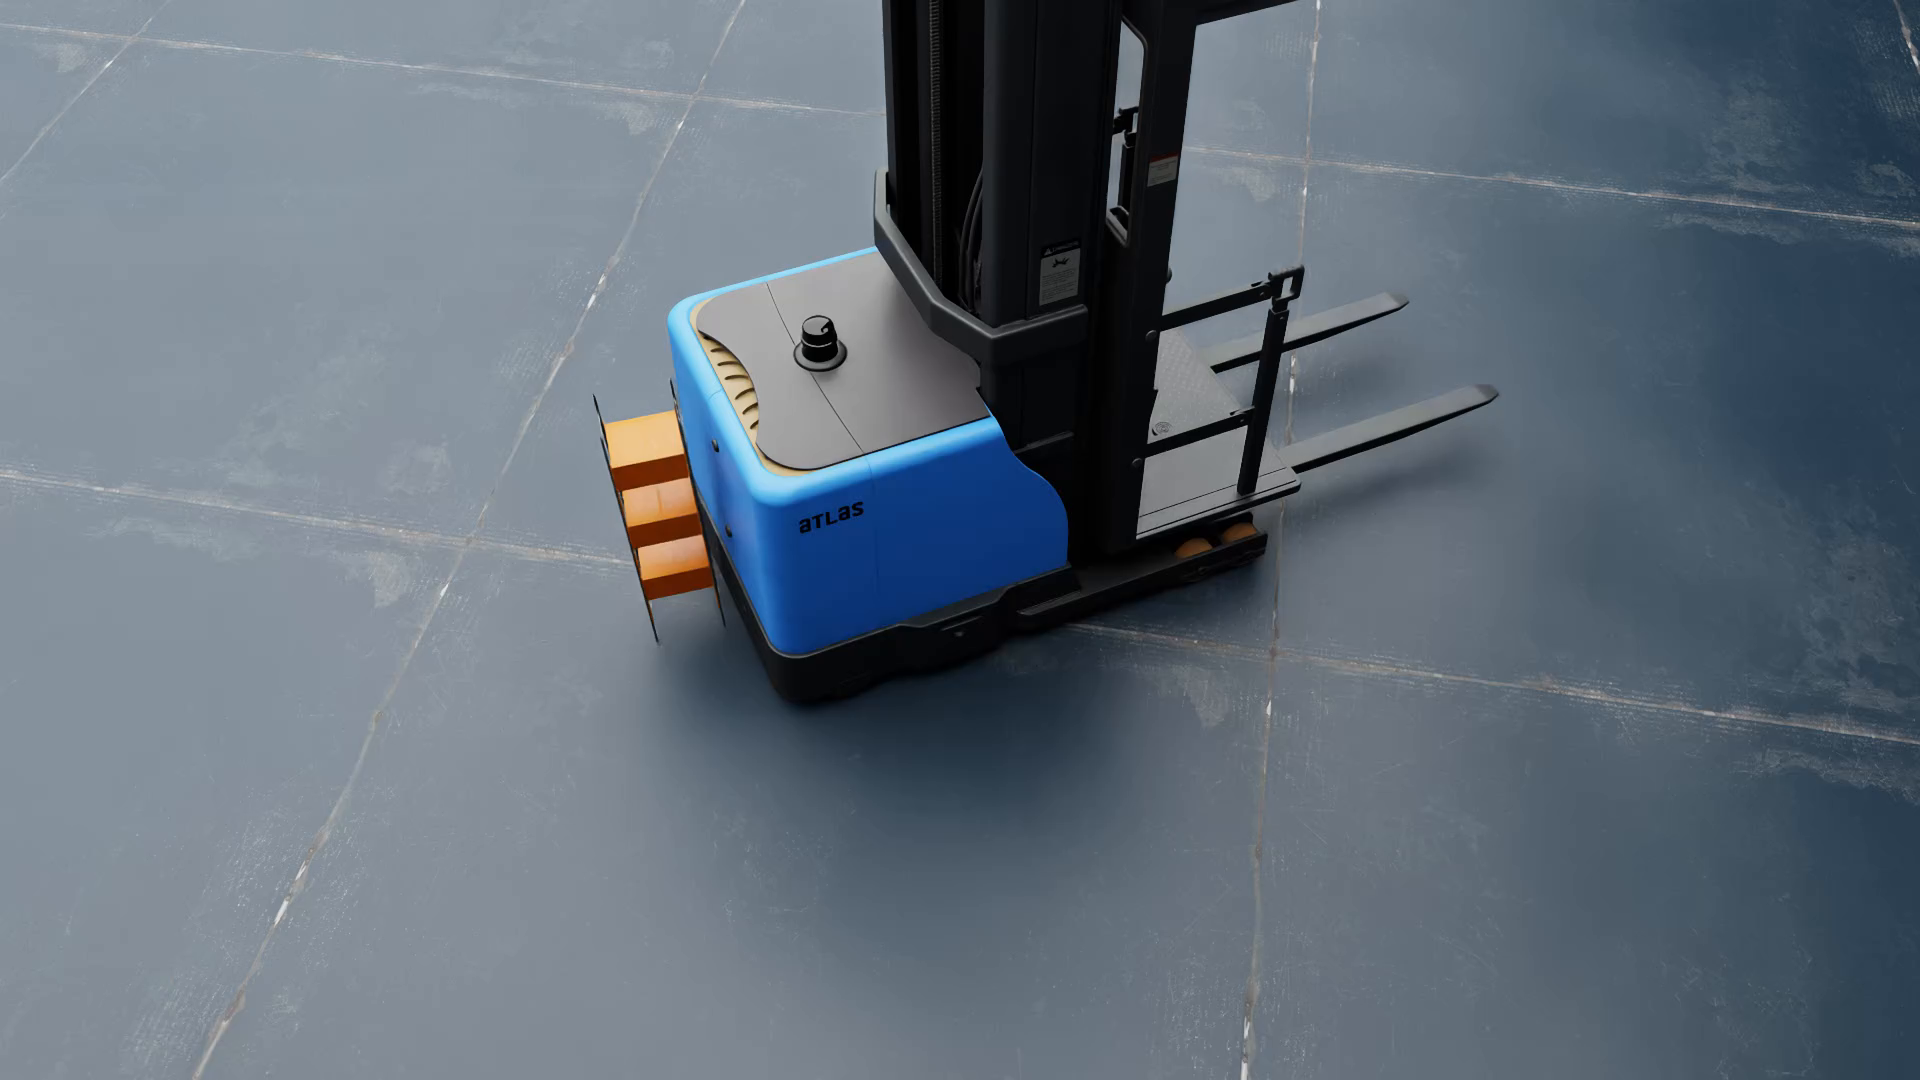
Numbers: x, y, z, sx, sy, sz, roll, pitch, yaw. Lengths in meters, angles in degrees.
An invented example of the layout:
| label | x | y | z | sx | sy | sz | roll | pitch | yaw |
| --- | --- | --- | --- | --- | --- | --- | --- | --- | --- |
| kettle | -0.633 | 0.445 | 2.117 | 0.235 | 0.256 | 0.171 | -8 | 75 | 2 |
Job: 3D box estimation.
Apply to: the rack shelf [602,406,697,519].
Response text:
| label | x | y | z | sx | sy | sz | roll | pitch | yaw |
| --- | --- | --- | --- | --- | --- | --- | --- | --- | --- |
| rack shelf | -1.007 | -0.251 | 5.394 | 0.240 | 0.259 | 0.215 | -12 | 50 | -8 |

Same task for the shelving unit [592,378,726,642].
| label | x | y | z | sx | sy | sz | roll | pitch | yaw |
| --- | --- | --- | --- | --- | --- | --- | --- | --- | --- |
| shelving unit | -0.999 | -0.075 | 5.603 | 0.252 | 1.050 | 0.215 | -12 | 50 | -8 |

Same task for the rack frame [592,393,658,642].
| label | x | y | z | sx | sy | sz | roll | pitch | yaw |
| --- | --- | --- | --- | --- | --- | --- | --- | --- | --- |
| rack frame | -1.117 | -0.049 | 5.585 | 0.008 | 1.050 | 0.200 | -12 | 50 | -8 |

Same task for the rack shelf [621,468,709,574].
| label | x | y | z | sx | sy | sz | roll | pitch | yaw |
| --- | --- | --- | --- | --- | --- | --- | --- | --- | --- |
| rack shelf | -0.999 | -0.068 | 5.611 | 0.240 | 0.259 | 0.215 | -12 | 50 | -8 |

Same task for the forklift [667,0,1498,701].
| label | x | y | z | sx | sy | sz | roll | pitch | yaw |
| --- | --- | --- | --- | --- | --- | --- | --- | --- | --- |
| forklift | 0.576 | -1.169 | 5.330 | 3.031 | 2.935 | 1.130 | -18 | 51 | -16 |

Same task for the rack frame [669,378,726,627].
| label | x | y | z | sx | sy | sz | roll | pitch | yaw |
| --- | --- | --- | --- | --- | --- | --- | --- | --- | --- |
| rack frame | -0.881 | -0.100 | 5.620 | 0.008 | 1.050 | 0.200 | -12 | 50 | -8 |

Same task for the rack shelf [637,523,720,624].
| label | x | y | z | sx | sy | sz | roll | pitch | yaw |
| --- | --- | --- | --- | --- | --- | --- | --- | --- | --- |
| rack shelf | -0.992 | 0.112 | 5.823 | 0.240 | 0.259 | 0.215 | -12 | 50 | -8 |
